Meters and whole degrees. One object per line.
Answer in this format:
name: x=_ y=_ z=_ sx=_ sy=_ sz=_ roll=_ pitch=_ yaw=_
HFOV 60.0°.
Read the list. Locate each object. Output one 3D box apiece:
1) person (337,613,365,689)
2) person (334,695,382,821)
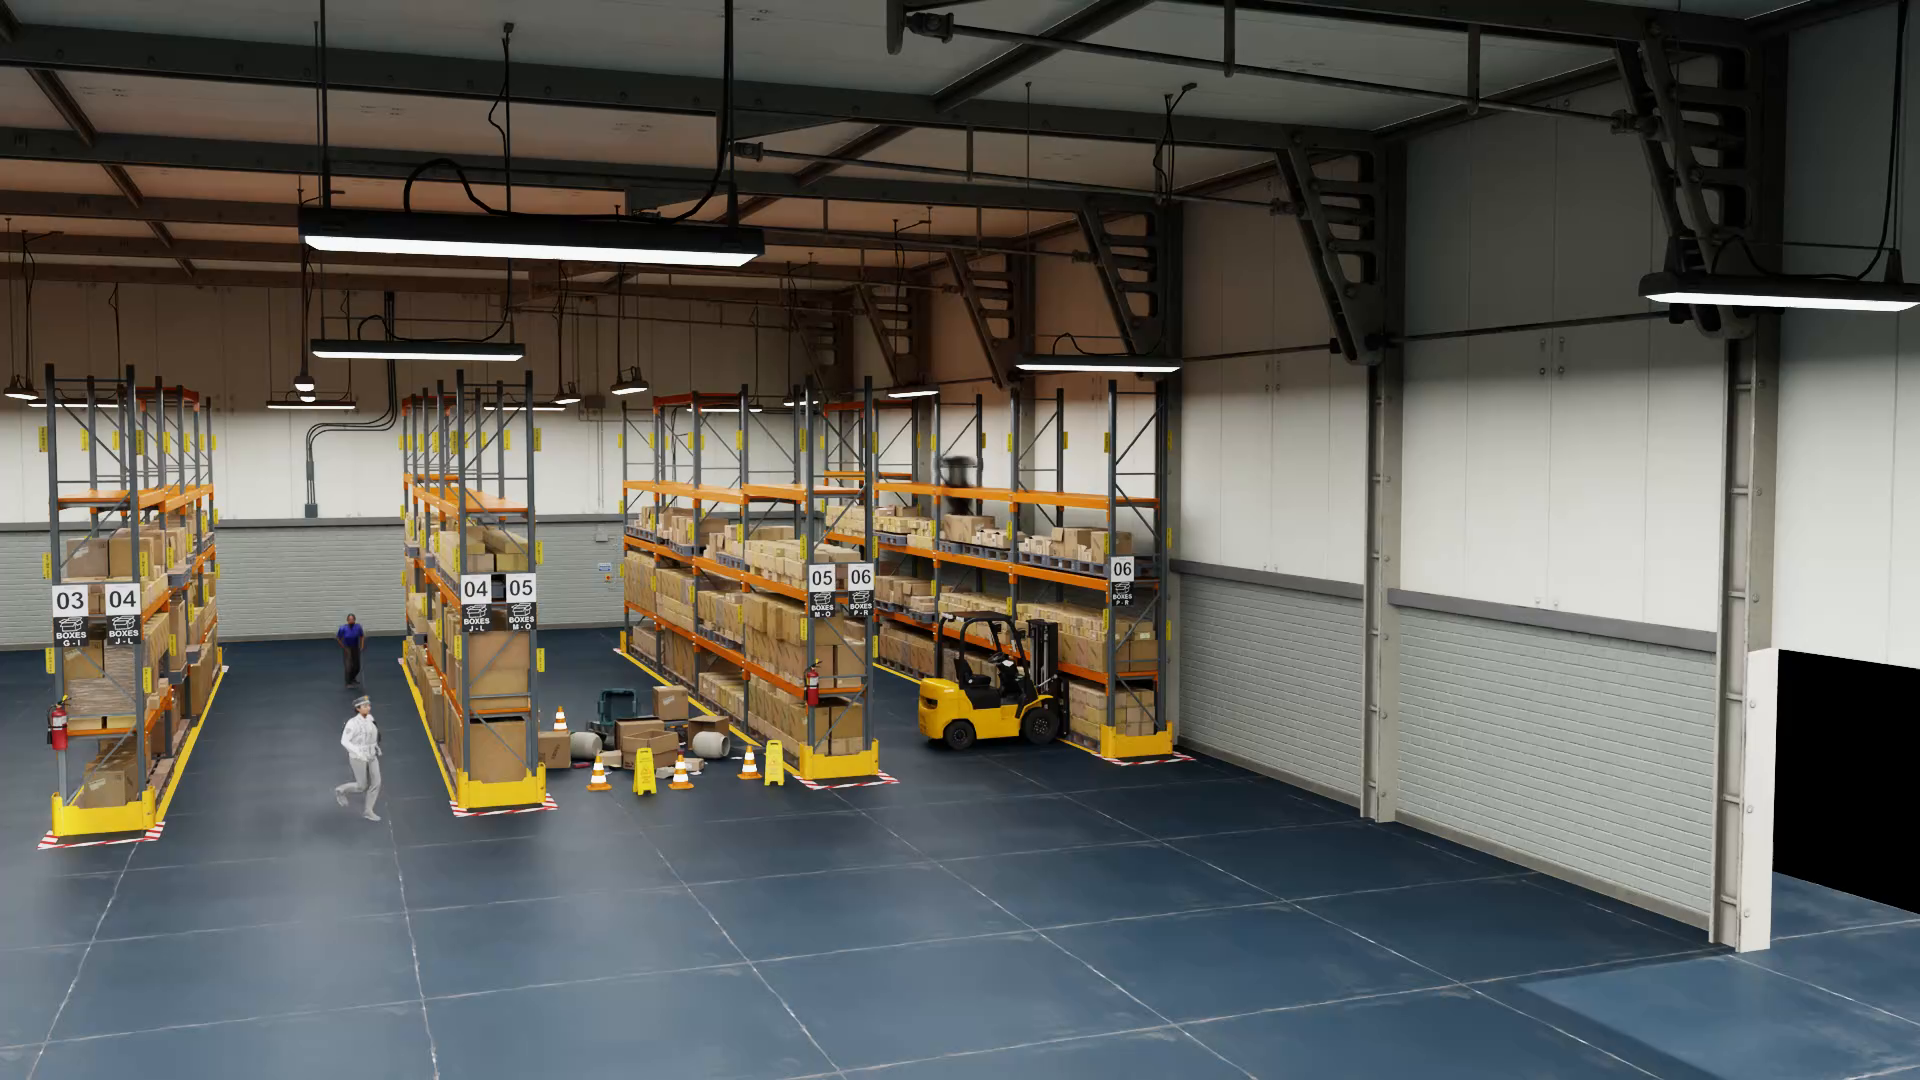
person: x=-12.419 y=2.245 z=33.863 sx=0.580 sy=1.559 sz=0.793 roll=-3 pitch=4 yaw=-39
person: x=-8.009 y=2.891 z=22.186 sx=0.725 sy=1.669 sz=0.632 roll=1 pitch=4 yaw=24
